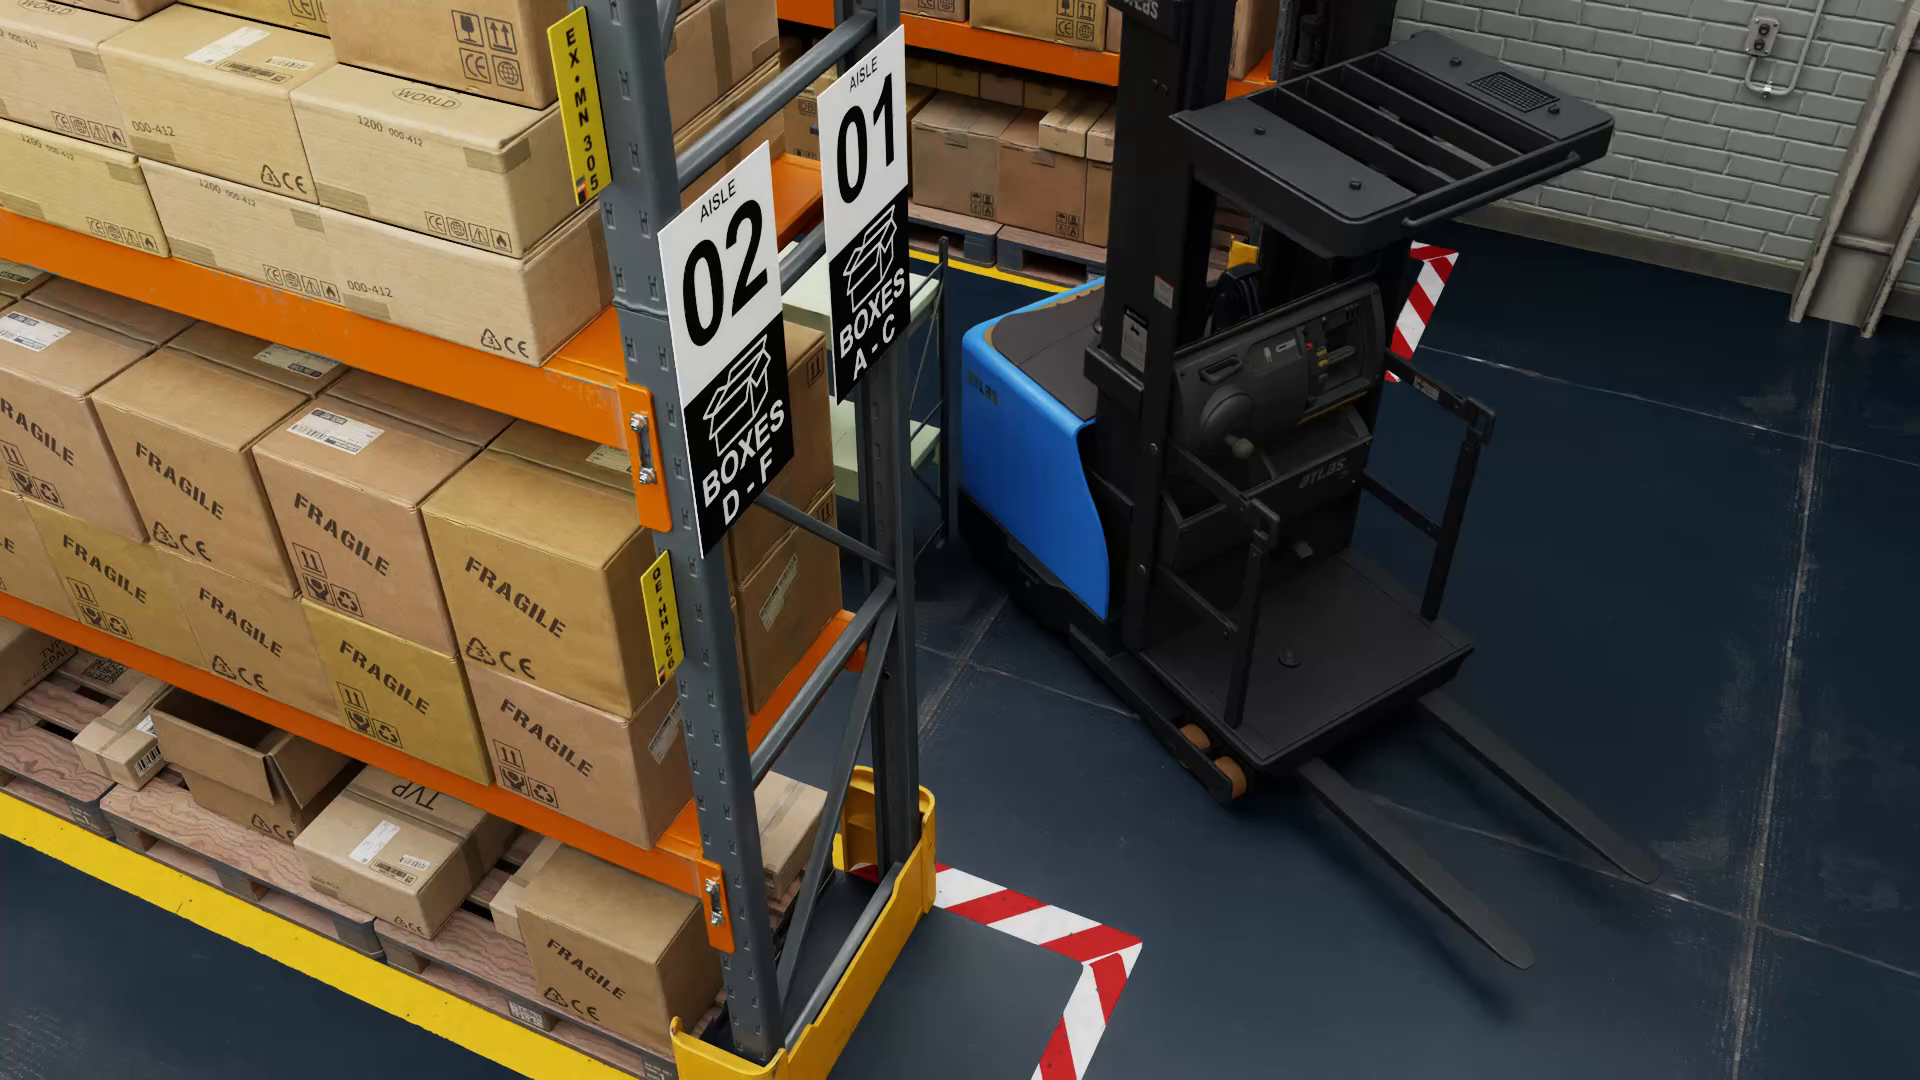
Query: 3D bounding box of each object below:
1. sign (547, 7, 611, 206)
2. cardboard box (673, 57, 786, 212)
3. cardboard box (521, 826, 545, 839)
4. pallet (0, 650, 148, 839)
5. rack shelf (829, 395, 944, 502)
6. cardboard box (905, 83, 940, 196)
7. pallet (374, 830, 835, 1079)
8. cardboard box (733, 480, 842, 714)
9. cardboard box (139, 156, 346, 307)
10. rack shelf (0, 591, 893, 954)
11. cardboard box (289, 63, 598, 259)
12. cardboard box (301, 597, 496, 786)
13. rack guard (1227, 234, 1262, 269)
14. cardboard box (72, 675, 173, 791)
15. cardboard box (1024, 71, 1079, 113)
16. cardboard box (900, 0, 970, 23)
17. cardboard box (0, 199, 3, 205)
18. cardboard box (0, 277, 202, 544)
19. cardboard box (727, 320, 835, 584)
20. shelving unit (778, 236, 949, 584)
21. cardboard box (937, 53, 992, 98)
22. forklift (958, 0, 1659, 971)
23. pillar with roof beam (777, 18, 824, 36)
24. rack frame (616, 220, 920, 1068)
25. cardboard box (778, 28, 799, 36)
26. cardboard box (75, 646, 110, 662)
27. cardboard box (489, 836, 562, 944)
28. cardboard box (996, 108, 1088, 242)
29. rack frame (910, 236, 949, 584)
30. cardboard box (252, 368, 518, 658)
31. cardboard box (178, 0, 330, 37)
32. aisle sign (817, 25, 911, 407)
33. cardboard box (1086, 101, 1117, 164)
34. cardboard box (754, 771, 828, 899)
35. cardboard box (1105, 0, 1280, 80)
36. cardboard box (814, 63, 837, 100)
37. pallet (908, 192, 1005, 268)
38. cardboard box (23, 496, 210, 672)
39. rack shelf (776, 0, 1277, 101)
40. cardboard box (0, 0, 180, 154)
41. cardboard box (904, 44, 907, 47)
[{"bbox_3d":[-0.648,-0.737,2.844,0.005,0.325,0.100,17,44,19],"label":"sign"},{"bbox_3d":[-0.754,-0.963,3.895,0.500,0.250,0.500,17,44,19],"label":"cardboard box"},{"bbox_3d":[-1.222,0.822,5.774,0.500,0.250,0.500,17,44,19],"label":"cardboard box"},{"bbox_3d":[-3.399,0.544,6.461,1.213,0.211,1.003,17,44,19],"label":"pallet"},{"bbox_3d":[-0.473,-0.321,6.972,0.720,0.370,0.431,18,44,19],"label":"rack shelf"},{"bbox_3d":[-0.377,-2.304,9.205,0.500,0.500,0.700,18,44,20],"label":"cardboard box"},{"bbox_3d":[-1.187,1.220,5.682,1.213,0.211,1.003,17,44,19],"label":"pallet"},{"bbox_3d":[-0.686,0.090,4.780,0.500,0.500,0.500,18,44,20],"label":"cardboard box"},{"bbox_3d":[-1.421,-0.801,3.708,0.500,0.250,0.500,17,44,19],"label":"cardboard box"},{"bbox_3d":[-2.208,0.125,5.365,4.000,0.370,1.077,17,44,19],"label":"rack shelf"},{"bbox_3d":[-0.969,-0.850,3.383,0.500,0.250,0.500,17,44,19],"label":"cardboard box"},{"bbox_3d":[-1.388,0.265,4.578,0.500,0.500,0.500,17,44,19],"label":"cardboard box"},{"bbox_3d":[1.717,-1.583,8.695,0.348,0.500,1.175,17,44,19],"label":"rack guard"},{"bbox_3d":[-2.944,0.682,6.000,0.250,0.166,0.380,17,44,19],"label":"cardboard box"},{"bbox_3d":[0.531,-2.421,8.846,0.250,0.149,0.380,17,44,19],"label":"cardboard box"},{"bbox_3d":[-0.122,-3.194,8.416,0.700,0.700,0.980,15,43,17],"label":"cardboard box"},{"bbox_3d":[-2.326,-1.079,4.029,0.500,0.250,0.500,17,44,19],"label":"cardboard box"},{"bbox_3d":[-2.311,-0.391,4.571,0.500,0.500,0.500,18,44,20],"label":"cardboard box"},{"bbox_3d":[-0.686,-0.288,4.452,0.500,0.500,0.500,18,44,20],"label":"cardboard box"},{"bbox_3d":[-0.473,-0.567,6.758,0.755,1.500,0.431,18,44,19],"label":"shelving unit"},{"bbox_3d":[0.067,-2.562,9.008,0.250,0.149,0.380,17,44,19],"label":"cardboard box"},{"bbox_3d":[1.233,-0.505,5.594,1.130,2.935,3.031,-24,46,-25],"label":"forklift"},{"bbox_3d":[-2.750,-3.673,4.617,0.400,9.000,9.100,17,44,19],"label":"pillar with roof beam"},{"bbox_3d":[-0.396,0.407,4.490,0.127,3.000,1.000,17,44,19],"label":"rack frame"},{"bbox_3d":[-1.295,-2.588,9.534,0.500,0.500,0.700,18,44,19],"label":"cardboard box"},{"bbox_3d":[-3.384,0.067,6.455,0.500,0.500,0.500,17,44,19],"label":"cardboard box"},{"bbox_3d":[-1.322,1.141,5.470,0.250,0.166,0.380,17,44,19],"label":"cardboard box"},{"bbox_3d":[0.565,-2.021,8.880,0.500,0.500,0.700,17,44,19],"label":"cardboard box"},{"bbox_3d":[-0.145,-0.461,6.636,0.023,1.500,0.400,18,44,19],"label":"rack frame"},{"bbox_3d":[-1.373,-0.108,4.245,0.500,0.500,0.500,18,44,20],"label":"cardboard box"},{"bbox_3d":[-1.285,-1.463,3.518,0.500,0.500,0.700,17,44,19],"label":"cardboard box"},{"bbox_3d":[-0.210,-0.731,3.818,0.004,0.787,0.394,17,44,19],"label":"aisle sign"},{"bbox_3d":[0.825,-2.055,8.424,0.250,0.149,0.380,16,44,18],"label":"cardboard box"},{"bbox_3d":[-0.630,0.998,5.649,0.250,0.149,0.380,17,44,19],"label":"cardboard box"},{"bbox_3d":[1.229,-2.783,7.941,0.700,0.700,0.980,19,44,21],"label":"cardboard box"},{"bbox_3d":[-0.589,-2.486,8.920,0.250,0.149,0.380,16,43,17],"label":"cardboard box"},{"bbox_3d":[-0.164,-1.994,9.390,1.213,0.211,1.003,17,44,19],"label":"pallet"},{"bbox_3d":[-2.295,-0.016,4.902,0.500,0.500,0.500,16,44,18],"label":"cardboard box"},{"bbox_3d":[-0.117,-2.816,8.758,4.000,0.370,1.077,17,44,19],"label":"rack shelf"},{"bbox_3d":[-1.874,-1.129,3.705,0.500,0.250,0.500,17,44,19],"label":"cardboard box"},{"bbox_3d":[-0.397,-2.703,9.171,0.250,0.149,0.380,17,44,19],"label":"cardboard box"}]
